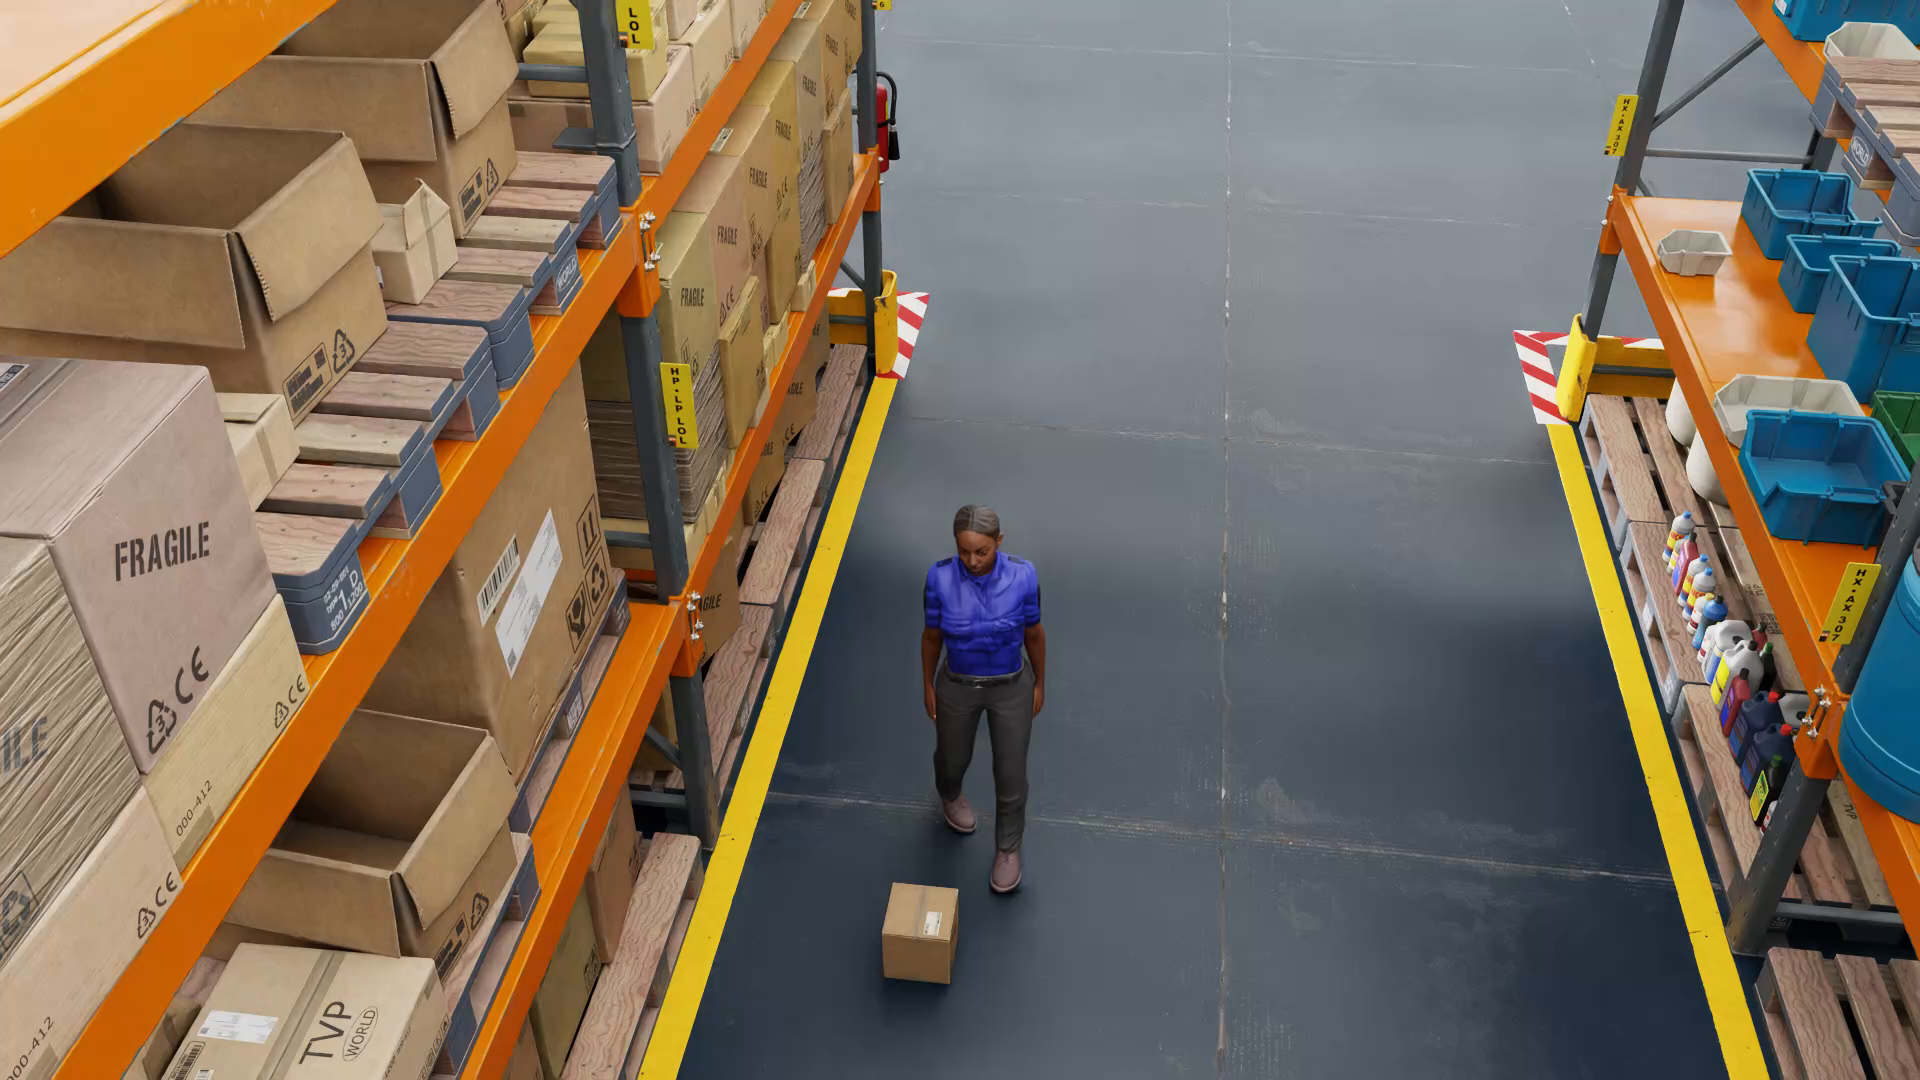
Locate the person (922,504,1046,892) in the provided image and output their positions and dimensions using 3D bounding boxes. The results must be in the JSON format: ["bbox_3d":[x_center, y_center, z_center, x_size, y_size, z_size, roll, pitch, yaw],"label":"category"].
[{"bbox_3d":[0.089,0.561,6.271,0.465,1.659,0.597,0,36,0],"label":"person"}]
